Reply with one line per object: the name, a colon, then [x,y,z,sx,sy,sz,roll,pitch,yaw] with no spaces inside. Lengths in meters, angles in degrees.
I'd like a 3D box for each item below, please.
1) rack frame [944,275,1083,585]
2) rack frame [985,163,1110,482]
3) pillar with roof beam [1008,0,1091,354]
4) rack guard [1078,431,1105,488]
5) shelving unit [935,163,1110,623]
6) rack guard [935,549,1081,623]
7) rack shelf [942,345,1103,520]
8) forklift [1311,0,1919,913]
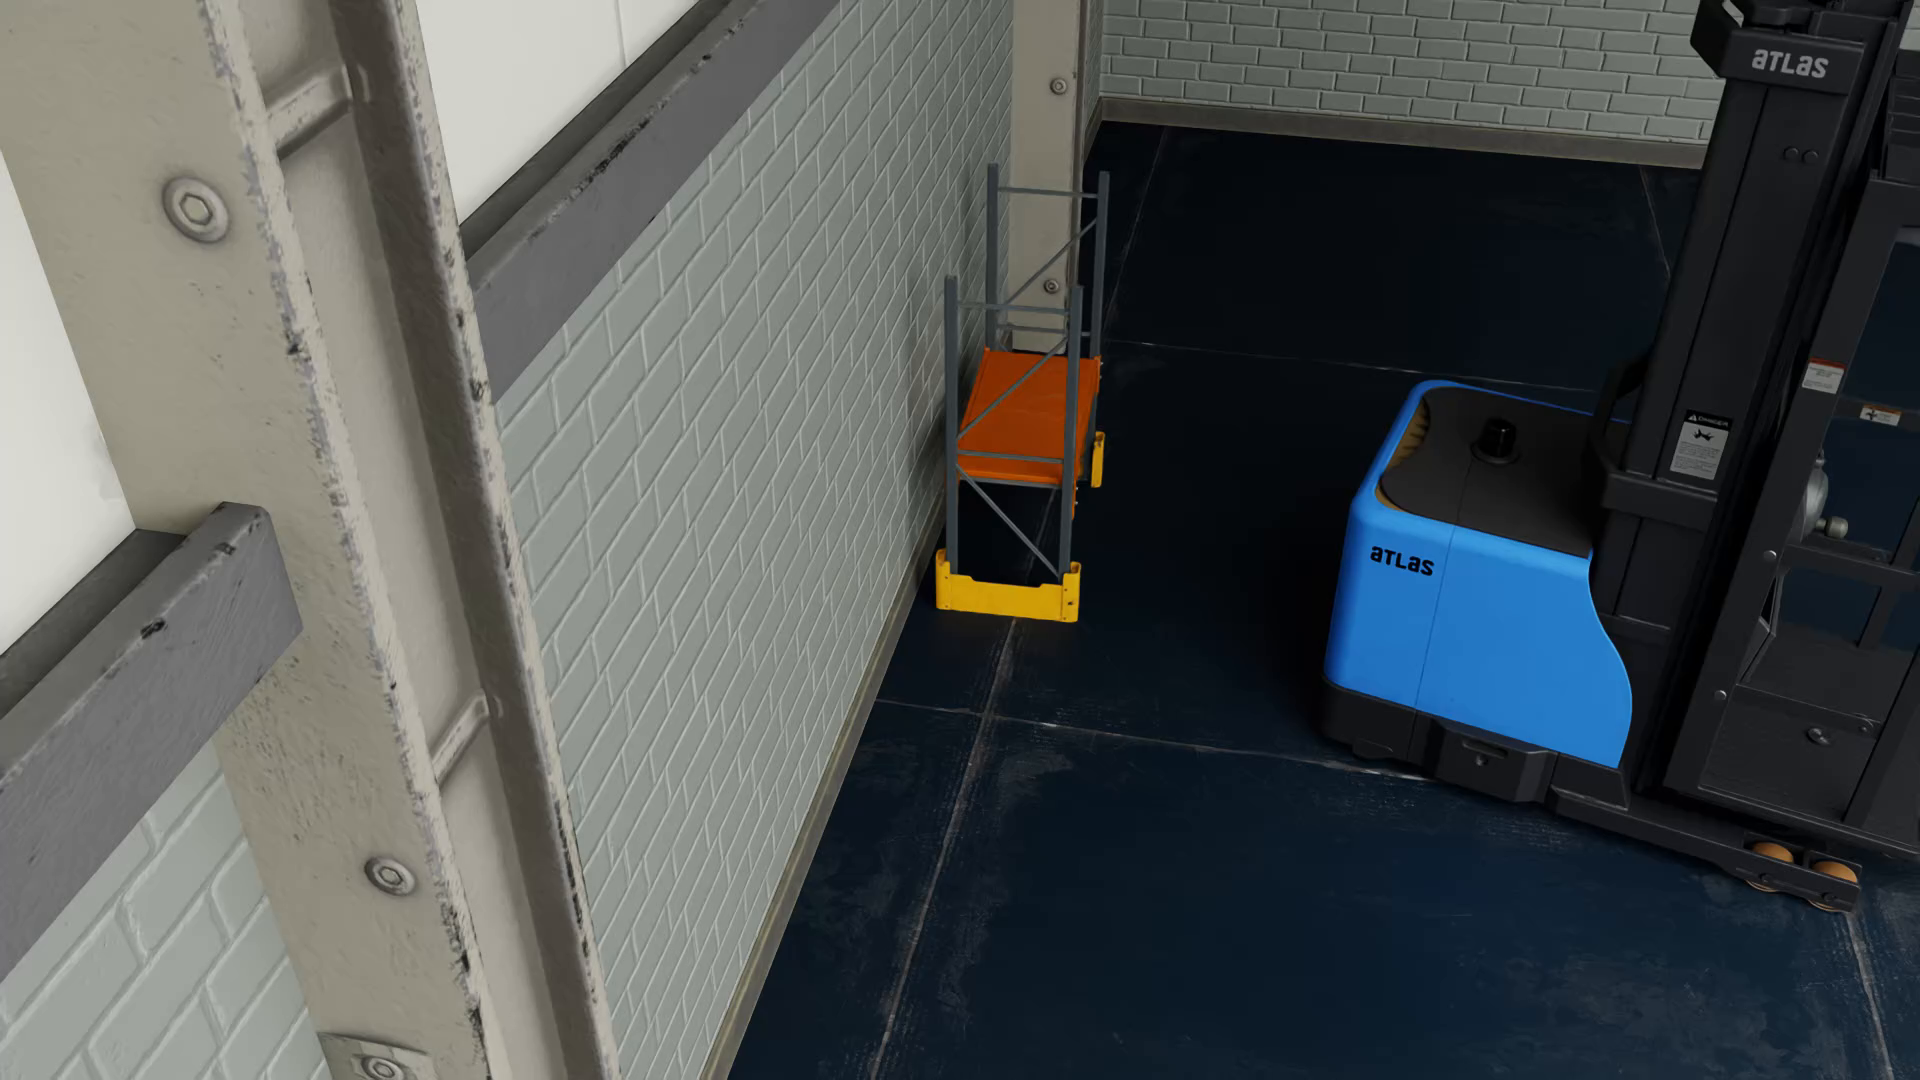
rack frame: [0.193,-0.318,6.411,0.500,1.500,0.032,6,36,8]
rack frame: [0.361,-0.907,7.223,0.500,1.500,0.032,6,36,8]
pillar with roof beam: [4.634,-4.195,5.370,9.100,9.000,0.400,7,37,10]
rack guard: [0.358,-0.390,7.574,0.587,0.250,0.087,6,36,8]
shelving unit: [0.275,-0.607,6.810,0.587,1.500,1.083,6,36,8]
rack guard: [0.193,0.187,6.779,0.587,0.250,0.087,6,36,8]
rack shelf: [0.277,-0.467,6.923,0.538,0.185,1.000,6,36,8]
forklift: [2.863,-0.308,5.177,3.031,2.935,1.130,16,39,21]
